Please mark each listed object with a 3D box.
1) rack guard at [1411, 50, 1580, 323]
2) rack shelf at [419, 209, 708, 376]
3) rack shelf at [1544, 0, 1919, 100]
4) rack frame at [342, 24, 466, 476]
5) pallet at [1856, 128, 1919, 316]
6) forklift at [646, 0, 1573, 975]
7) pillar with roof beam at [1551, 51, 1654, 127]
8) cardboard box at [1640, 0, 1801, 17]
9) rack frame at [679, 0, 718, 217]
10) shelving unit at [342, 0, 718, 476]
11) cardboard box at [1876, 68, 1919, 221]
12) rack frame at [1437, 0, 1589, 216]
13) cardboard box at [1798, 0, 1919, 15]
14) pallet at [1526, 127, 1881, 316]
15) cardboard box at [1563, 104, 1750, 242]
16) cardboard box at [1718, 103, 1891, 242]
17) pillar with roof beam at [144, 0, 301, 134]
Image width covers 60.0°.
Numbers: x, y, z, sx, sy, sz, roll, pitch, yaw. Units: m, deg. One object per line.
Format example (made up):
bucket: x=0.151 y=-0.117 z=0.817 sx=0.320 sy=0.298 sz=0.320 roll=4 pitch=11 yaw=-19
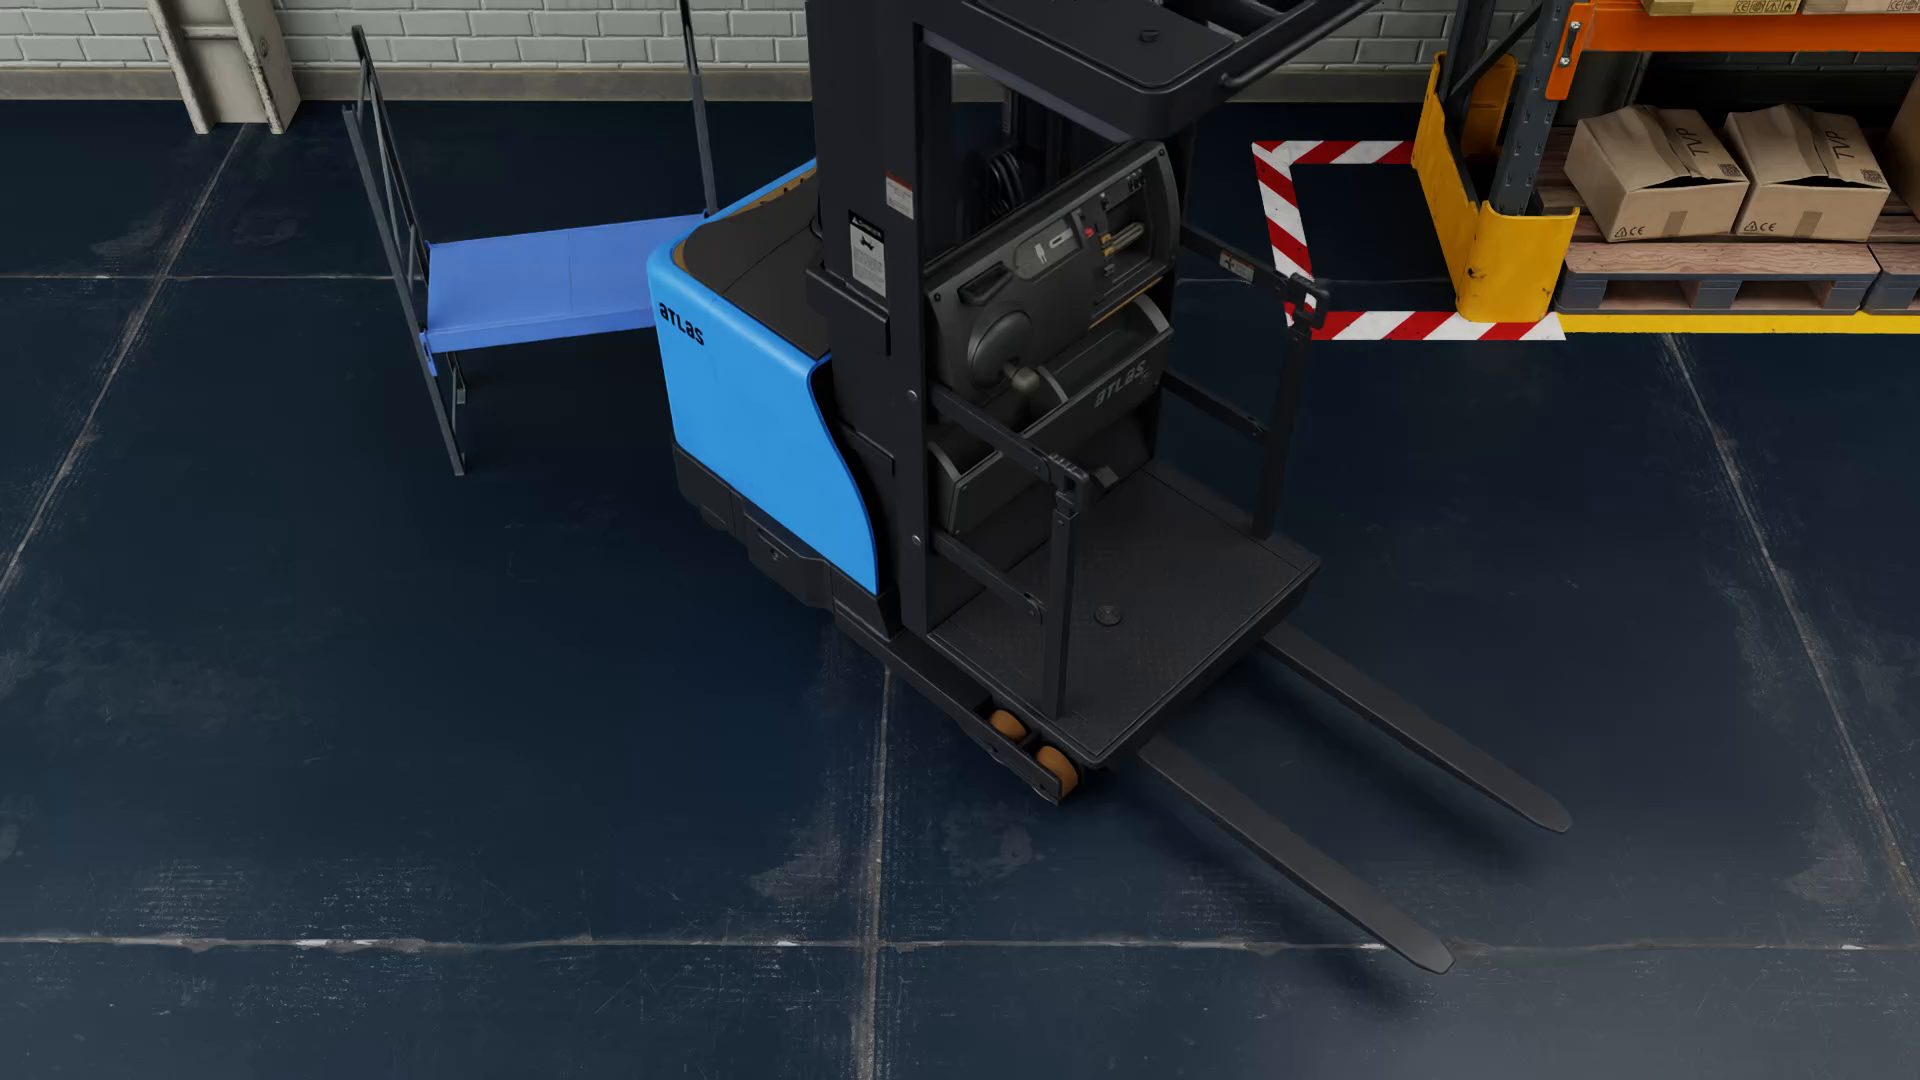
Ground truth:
rack guard: x=2.149 y=-1.455 z=6.762 sx=0.348 sy=0.500 sz=1.175 roll=0 pitch=47 yaw=0
rack shelf: x=-1.341 y=-0.869 z=5.780 sx=1.000 sy=0.185 sz=0.538 roll=-8 pitch=48 yaw=-7
rack shelf: x=4.073 y=-2.056 z=6.106 sx=4.000 sy=0.370 sz=1.077 roll=0 pitch=47 yaw=0
rack frame: x=-1.840 y=-0.920 z=5.582 sx=0.032 sy=1.500 sz=0.500 roll=-8 pitch=48 yaw=-7
pallet: x=4.178 y=-1.323 z=6.837 sx=1.213 sy=0.211 sz=1.003 roll=0 pitch=47 yaw=0
forklift: x=0.421 y=-0.649 z=4.352 sx=3.031 sy=2.935 sz=1.130 roll=35 pitch=56 yaw=28
pillar with roof beam: x=2.760 y=-1.831 z=1.306 sx=0.400 sy=9.000 sz=9.100 roll=0 pitch=47 yaw=0
cardboard box: x=2.560 y=-2.028 z=5.678 sx=0.500 sy=0.250 sz=0.500 roll=-1 pitch=47 yaw=-1
rack frame: x=-0.842 y=-1.062 z=5.714 sx=0.032 sy=1.500 sz=0.500 roll=-8 pitch=48 yaw=-7
shelving unit: x=-1.341 y=-0.991 z=5.648 sx=1.048 sy=1.500 sz=0.538 roll=-8 pitch=48 yaw=-7
cardboard box: x=4.068 y=-1.497 z=6.501 sx=0.500 sy=0.500 sz=0.700 roll=-3 pitch=47 yaw=-2
rack frame: x=2.073 y=-2.306 z=5.848 sx=0.127 sy=3.000 sz=1.000 roll=0 pitch=47 yaw=0
cardboard box: x=3.079 y=-2.037 z=5.686 sx=0.500 sy=0.250 sz=0.500 roll=-1 pitch=47 yaw=-1
pallet: x=2.962 y=-1.328 z=6.842 sx=1.213 sy=0.211 sz=1.003 roll=0 pitch=47 yaw=0
cardboard box: x=2.765 y=-1.473 z=6.608 sx=0.500 sy=0.311 sz=0.500 roll=-5 pitch=47 yaw=-4
cardboard box: x=3.335 y=-1.471 z=6.606 sx=0.500 sy=0.311 sz=0.500 roll=4 pitch=47 yaw=3
pillar with roof beam: x=-3.239 y=-1.847 z=1.321 sx=0.400 sy=9.000 sz=9.100 roll=0 pitch=47 yaw=0
